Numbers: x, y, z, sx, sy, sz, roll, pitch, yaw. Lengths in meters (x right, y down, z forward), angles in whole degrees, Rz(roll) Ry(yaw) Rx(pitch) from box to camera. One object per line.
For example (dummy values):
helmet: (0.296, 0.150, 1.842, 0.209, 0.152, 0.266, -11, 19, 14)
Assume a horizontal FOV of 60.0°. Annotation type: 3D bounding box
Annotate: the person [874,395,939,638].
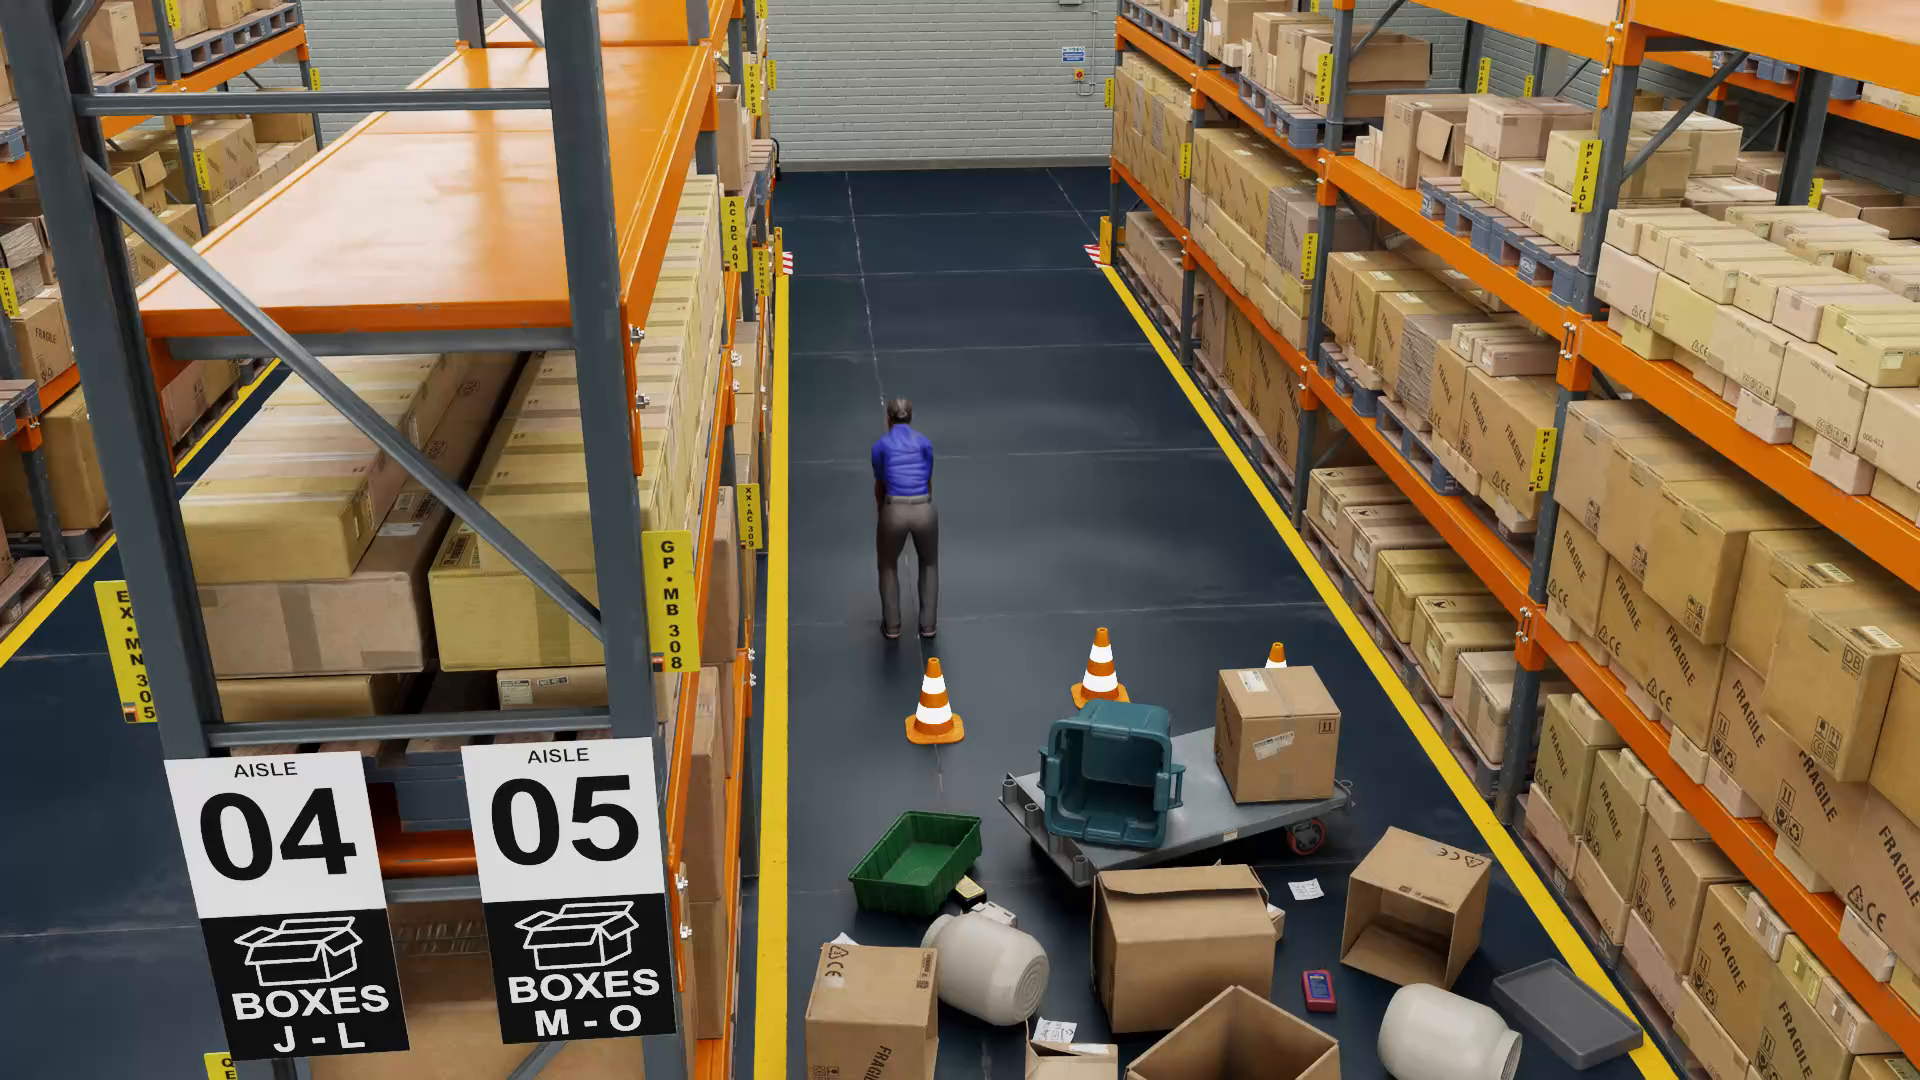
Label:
person: (-0.351, -0.139, 10.803, 0.402, 1.524, 0.614, -3, 24, -6)
